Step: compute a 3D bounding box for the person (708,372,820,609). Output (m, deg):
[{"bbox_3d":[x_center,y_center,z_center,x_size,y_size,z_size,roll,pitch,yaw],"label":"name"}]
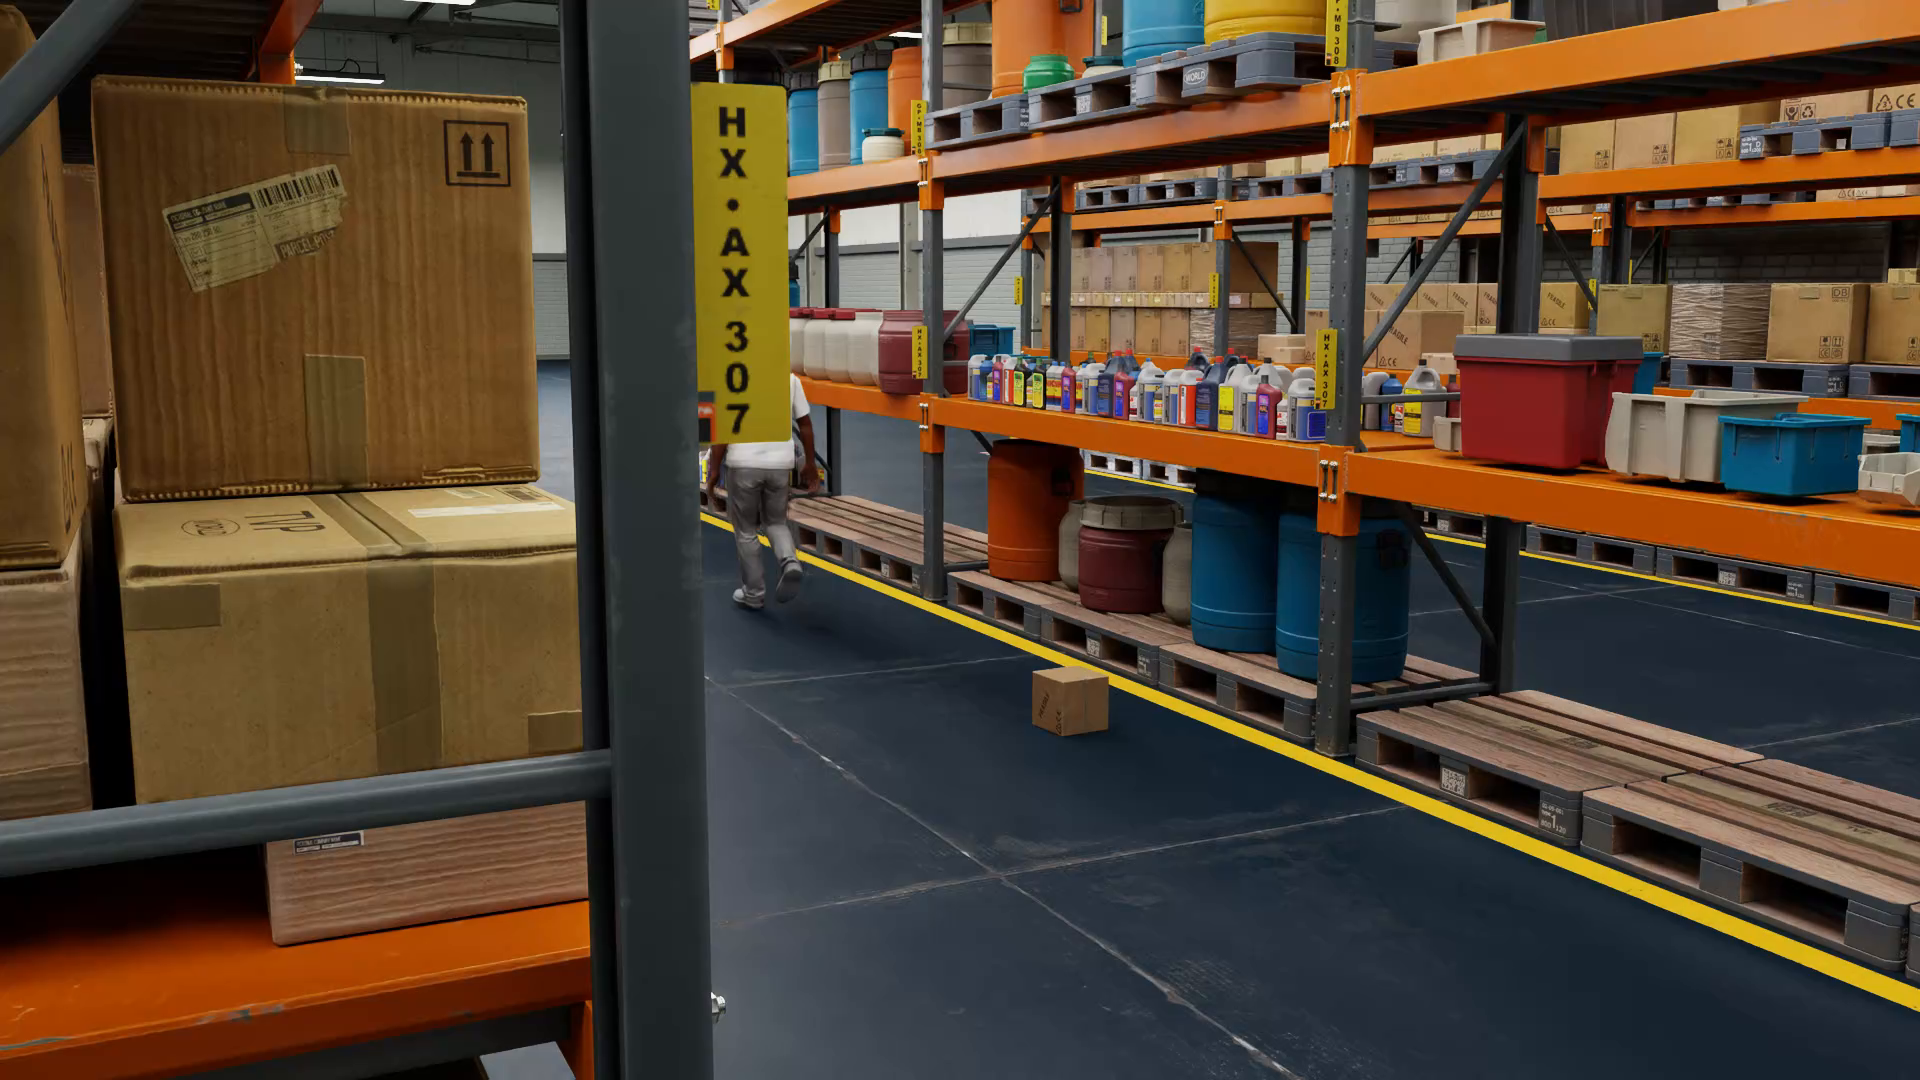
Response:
[{"bbox_3d":[-1.168,-0.437,10.154,0.668,1.746,0.681,-5,10,-30],"label":"person"}]
